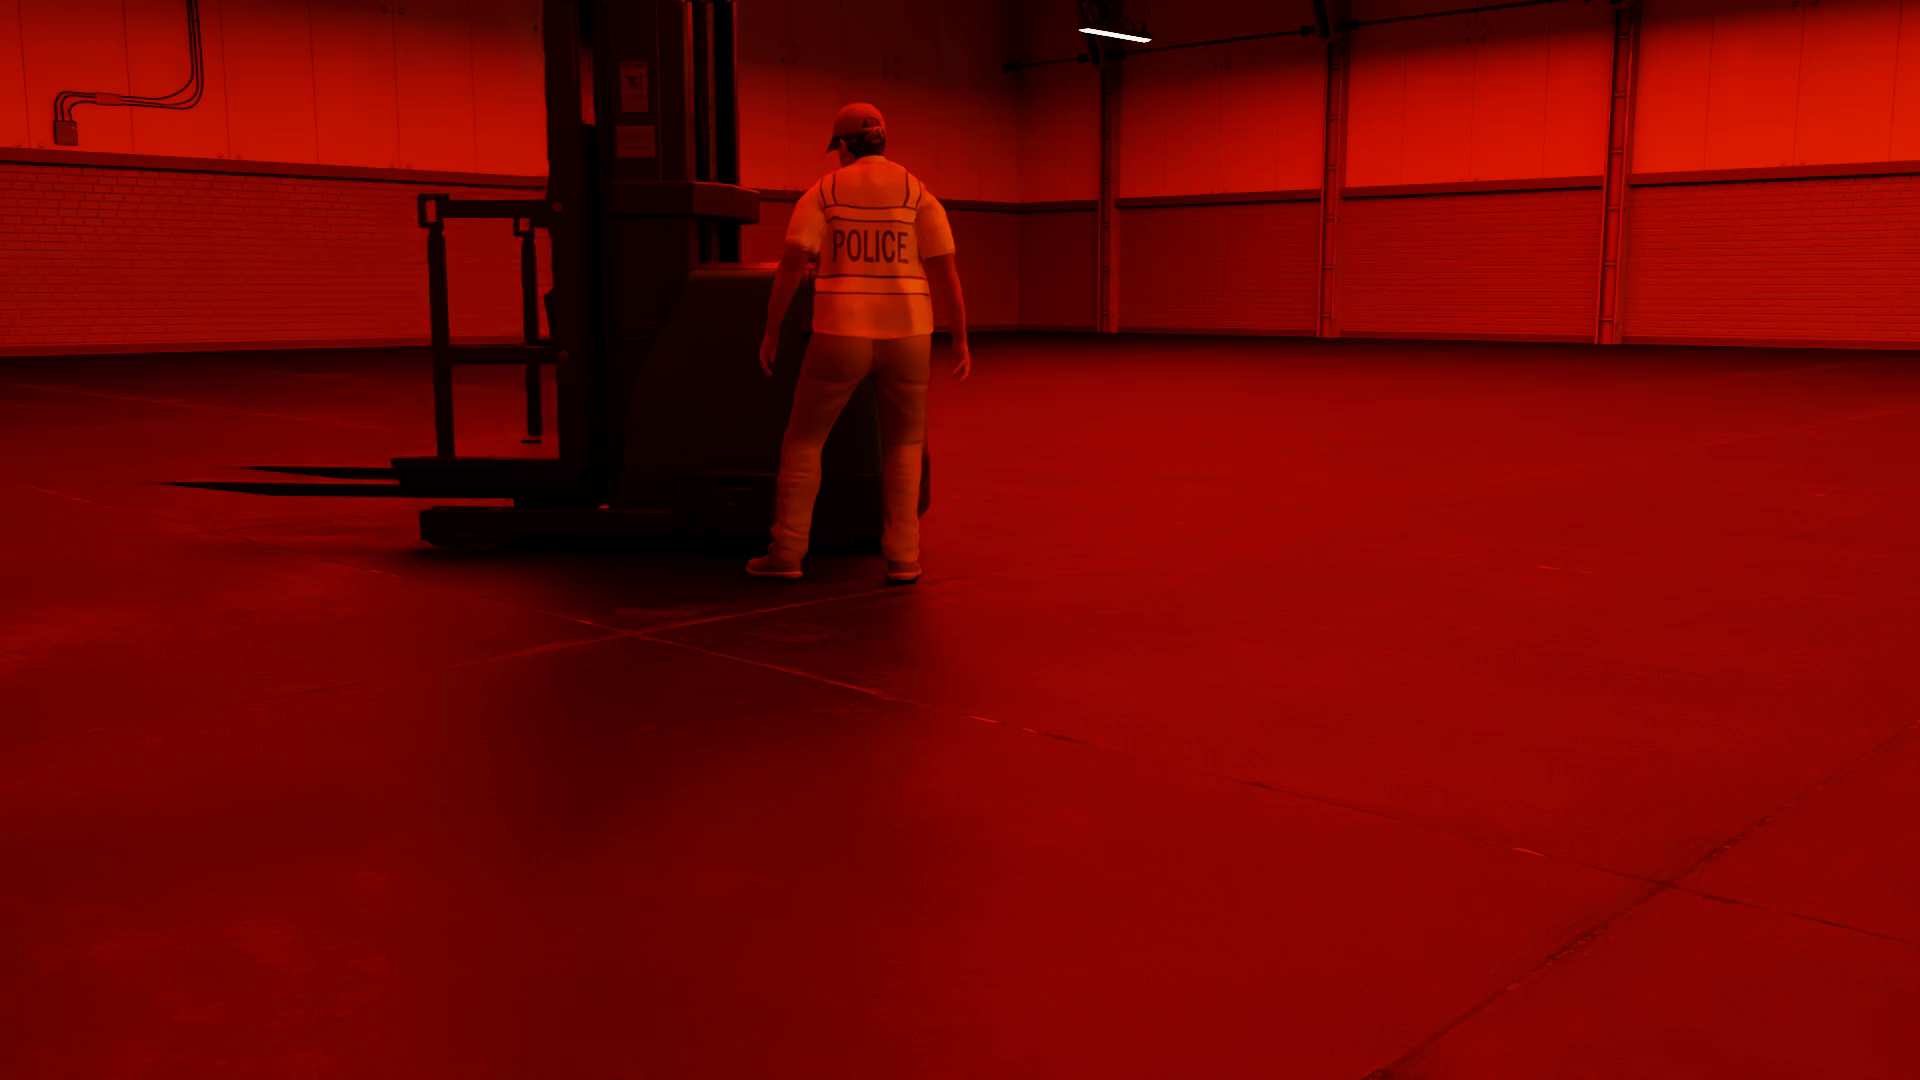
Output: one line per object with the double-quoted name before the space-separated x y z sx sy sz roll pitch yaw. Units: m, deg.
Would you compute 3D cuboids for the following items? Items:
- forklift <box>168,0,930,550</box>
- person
"forklift" -1.679 -1.486 6.744 3.031 2.935 1.130 1 9 6
"person" -0.360 -0.680 5.756 0.778 1.640 0.459 -1 9 -9
